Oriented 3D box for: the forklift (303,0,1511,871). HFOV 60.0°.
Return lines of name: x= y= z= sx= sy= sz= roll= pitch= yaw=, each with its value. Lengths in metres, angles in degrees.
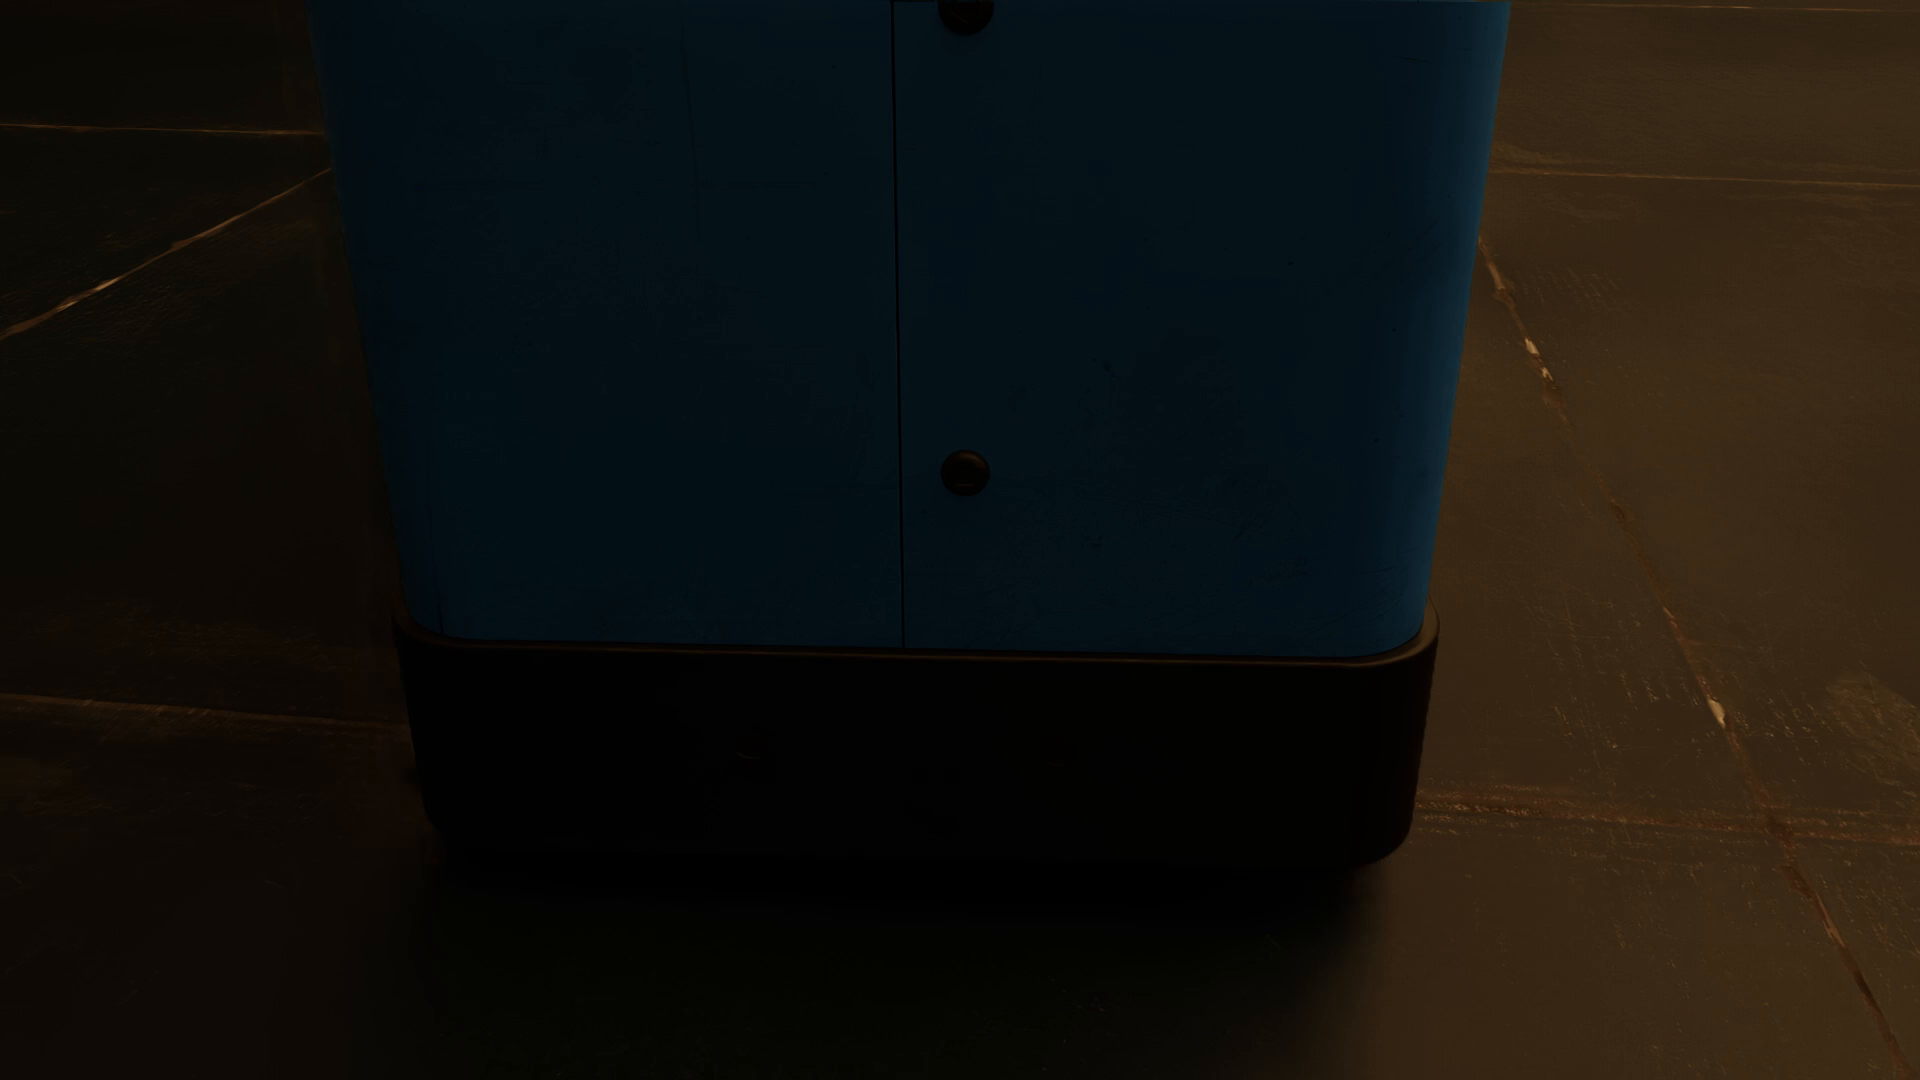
forklift: x=0.009 y=-1.597 z=2.419 sx=1.130 sy=2.935 sz=3.031 roll=1 pitch=27 yaw=2
